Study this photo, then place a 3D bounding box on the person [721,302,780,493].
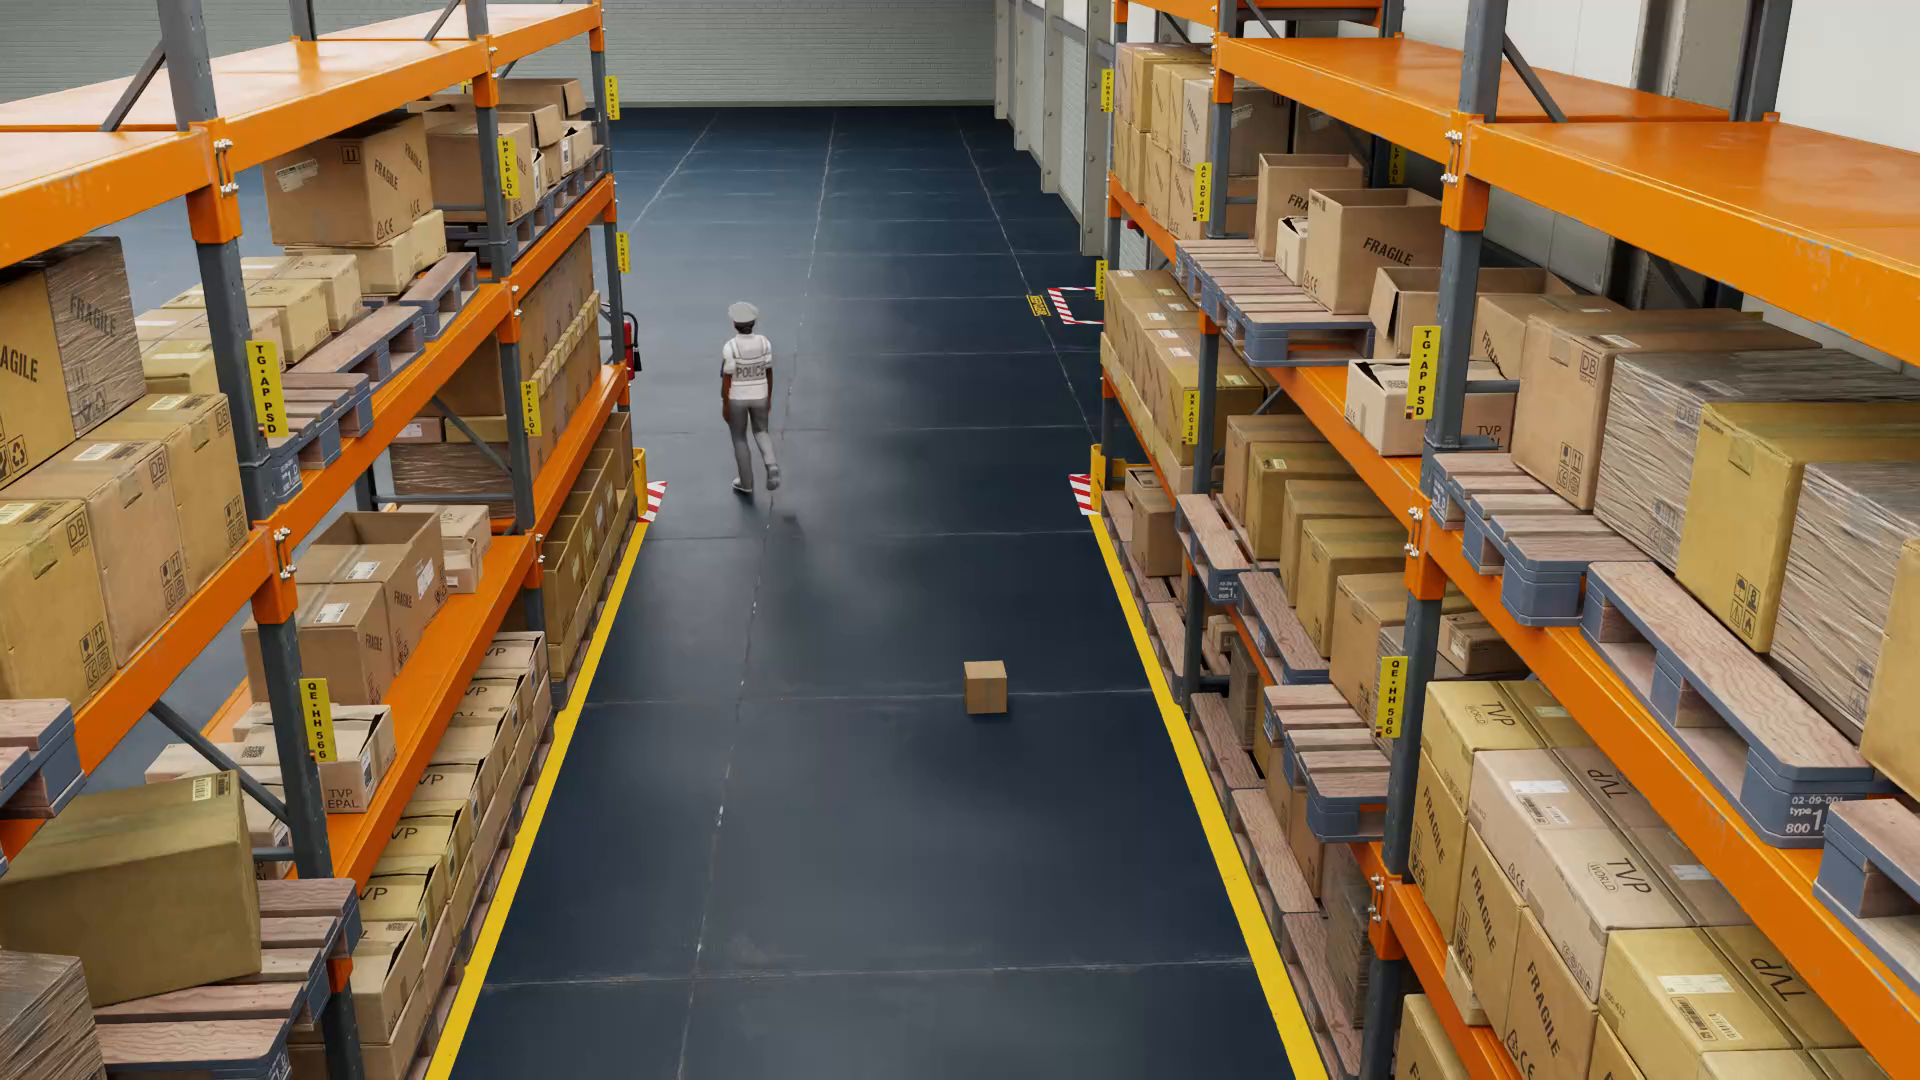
[{"bbox_3d":[-1.804,-1.200,14.178,0.449,1.676,0.549,-11,23,-26],"label":"person"}]
